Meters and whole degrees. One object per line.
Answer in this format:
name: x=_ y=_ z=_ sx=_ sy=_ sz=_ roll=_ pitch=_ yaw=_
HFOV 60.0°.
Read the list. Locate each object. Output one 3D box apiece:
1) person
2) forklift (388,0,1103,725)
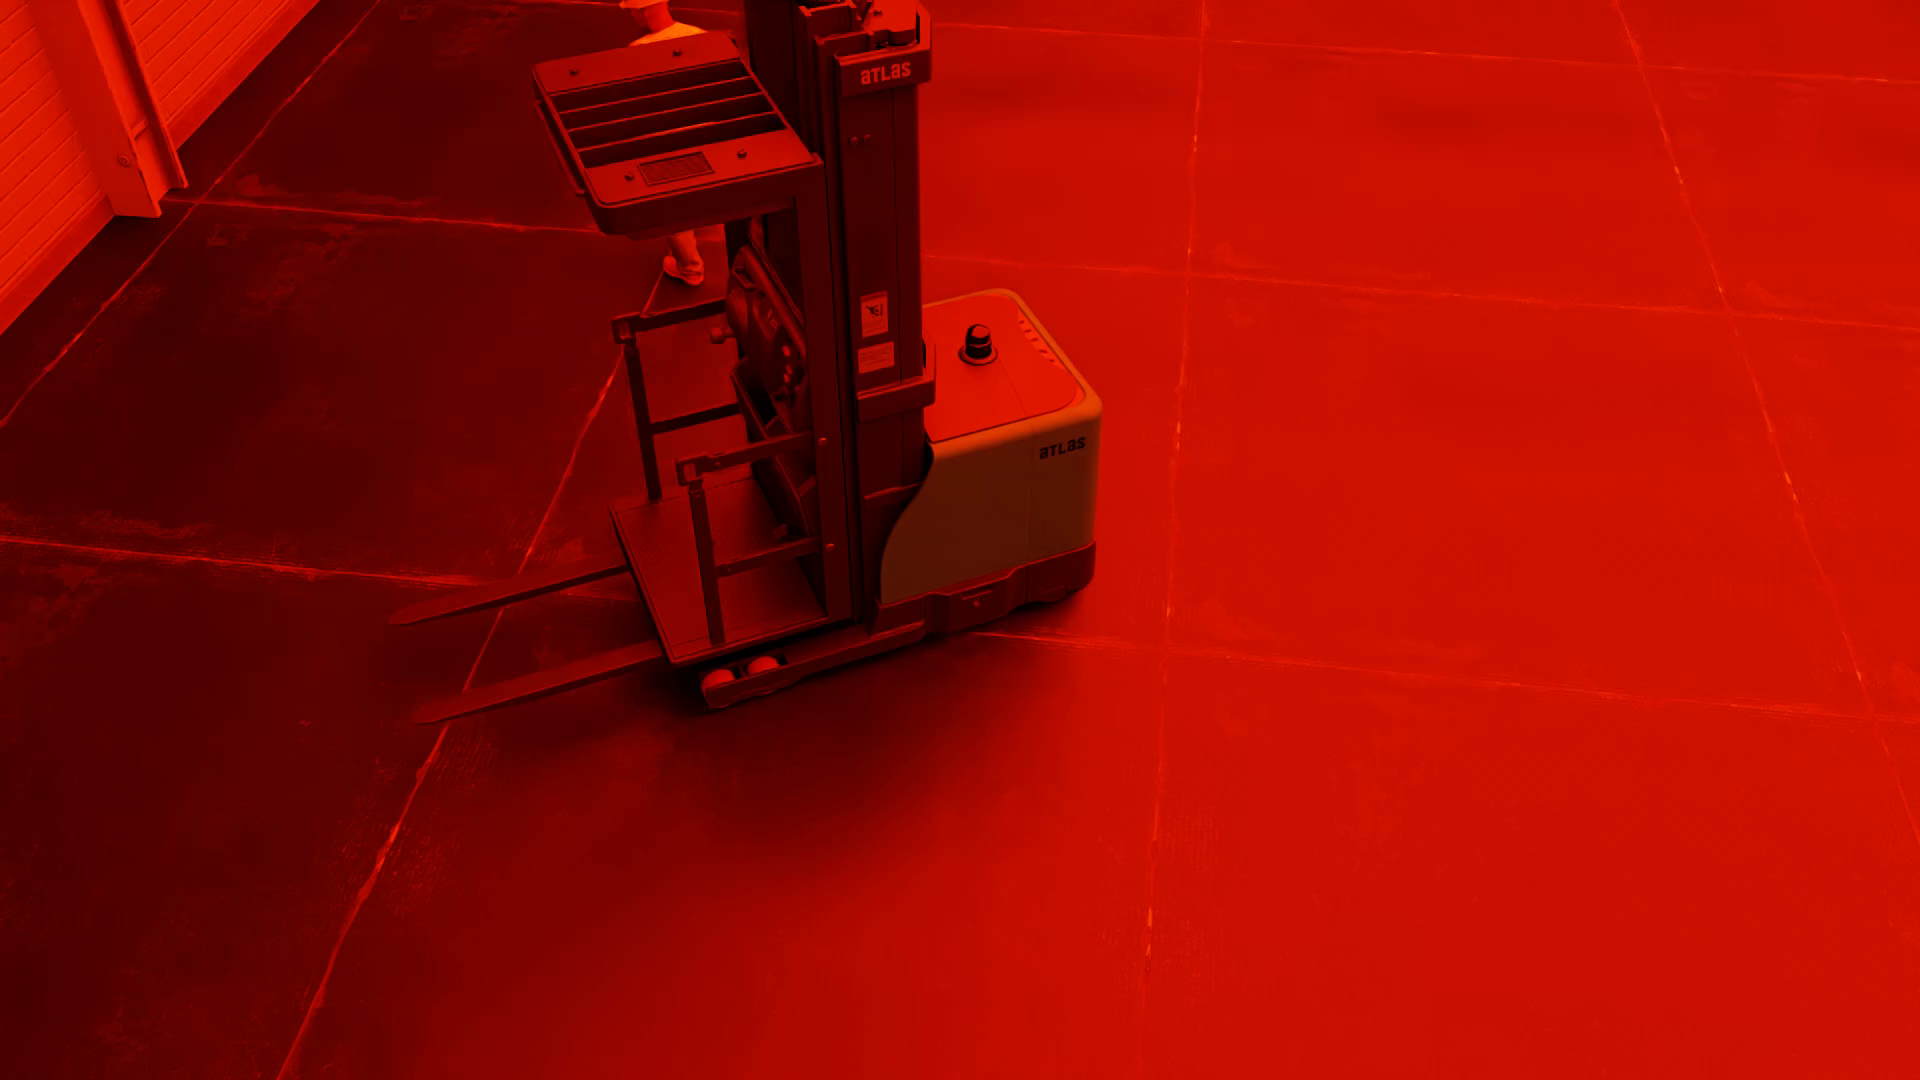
person: x=-1.626 y=-2.273 z=9.110 sx=1.048 sy=1.780 sz=0.658 roll=-32 pitch=51 yaw=-30
forklift: x=-0.952 y=-0.771 z=6.564 sx=3.031 sy=2.935 sz=1.130 roll=-16 pitch=45 yaw=-17
